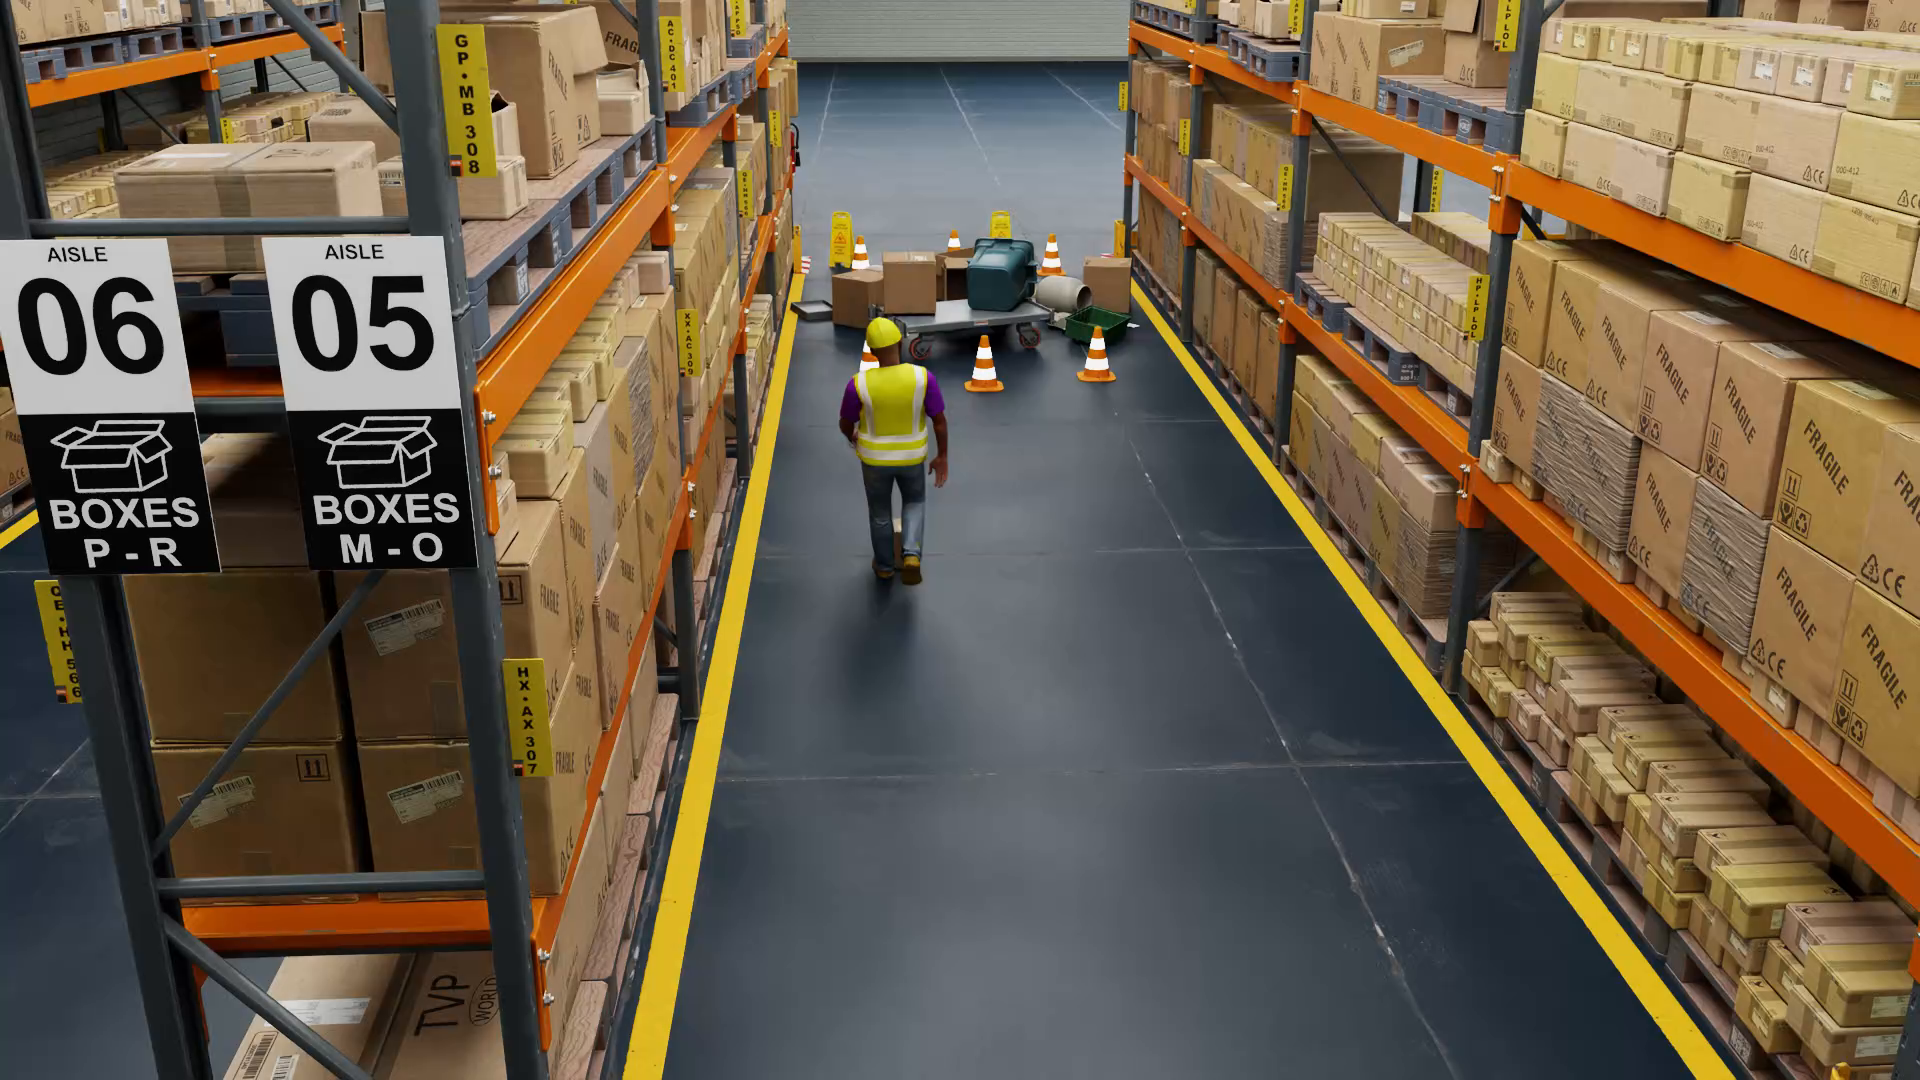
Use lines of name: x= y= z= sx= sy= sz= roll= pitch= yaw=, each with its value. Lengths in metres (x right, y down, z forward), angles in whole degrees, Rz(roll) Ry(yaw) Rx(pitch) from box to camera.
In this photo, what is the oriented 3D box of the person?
person: x=-0.412 y=-0.539 z=10.027 sx=0.636 sy=1.722 sz=0.761 roll=-3 pitch=20 yaw=-8
